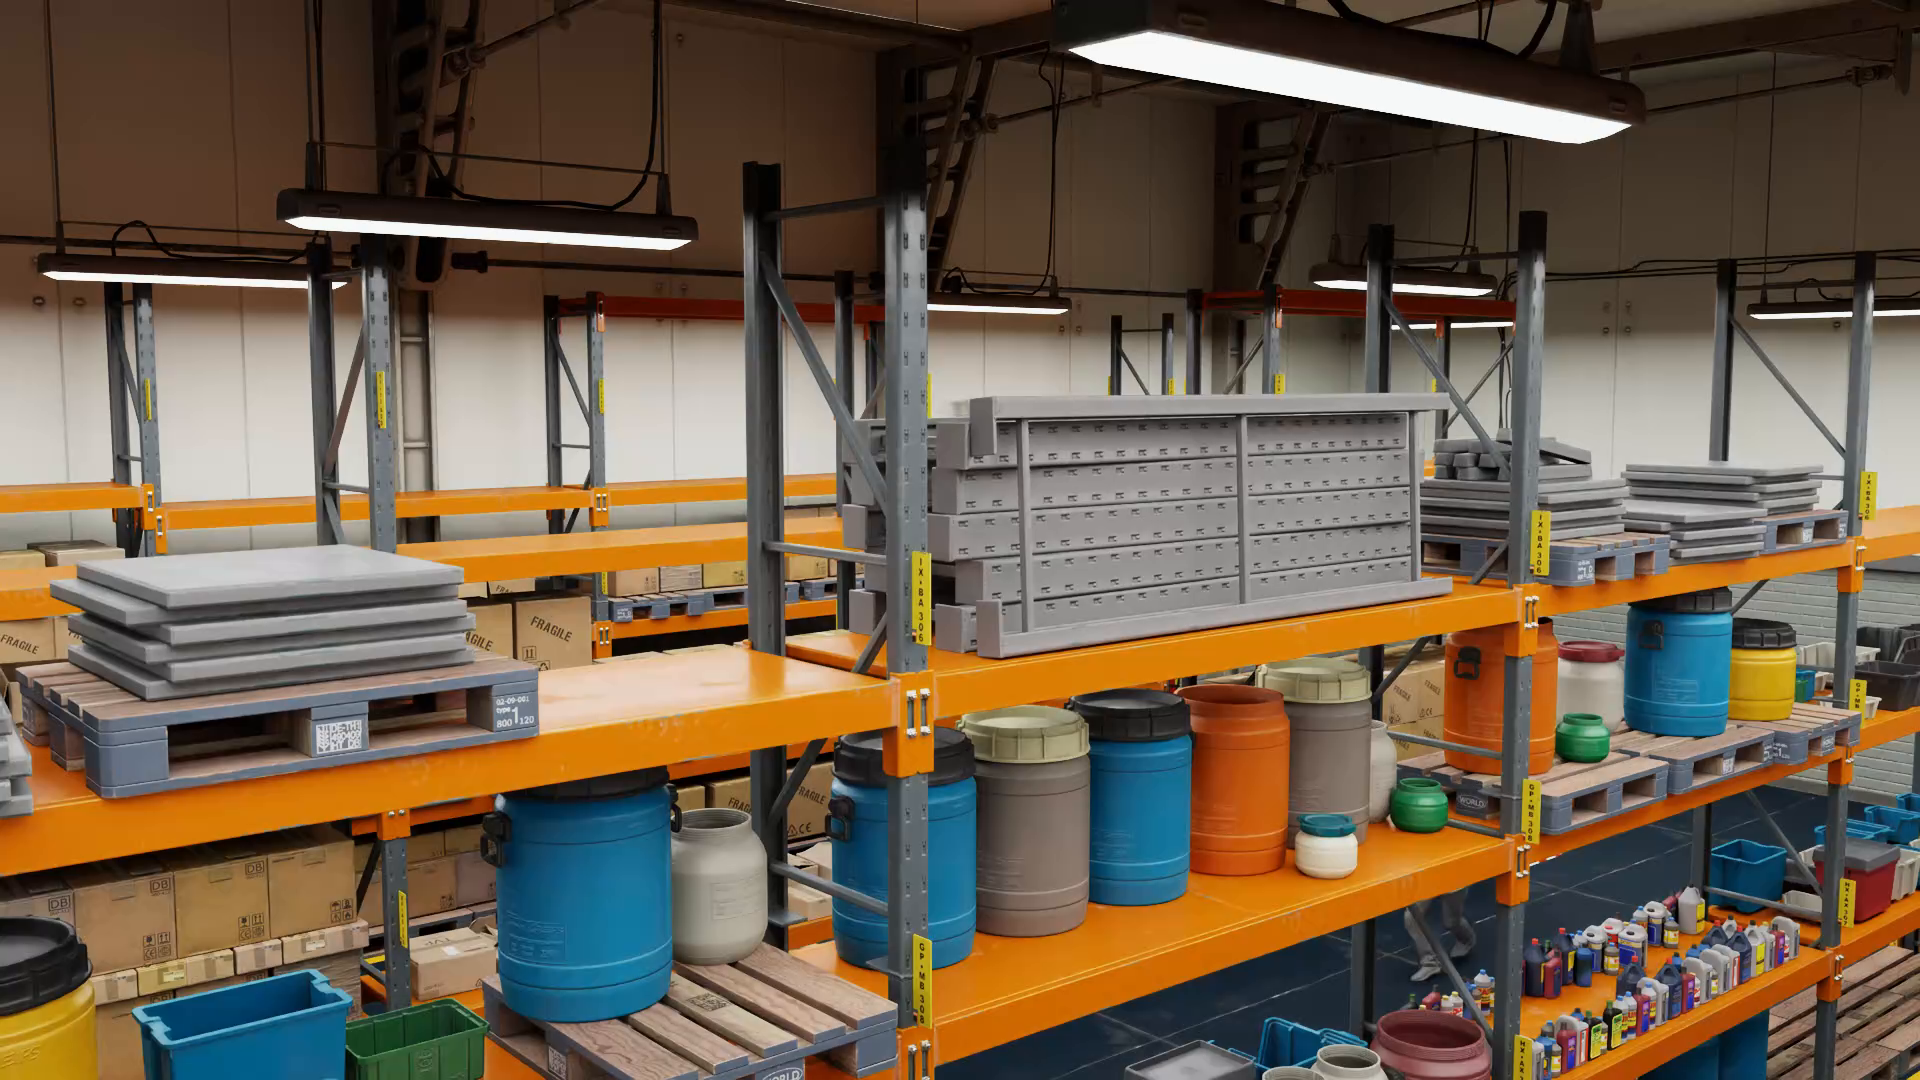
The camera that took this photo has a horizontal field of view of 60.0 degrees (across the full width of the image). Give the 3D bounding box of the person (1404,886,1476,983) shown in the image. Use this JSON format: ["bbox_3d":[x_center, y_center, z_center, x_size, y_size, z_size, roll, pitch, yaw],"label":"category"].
[{"bbox_3d":[4.182,2.992,14.485,1.111,1.615,0.568,-4,7,-38],"label":"person"}]
